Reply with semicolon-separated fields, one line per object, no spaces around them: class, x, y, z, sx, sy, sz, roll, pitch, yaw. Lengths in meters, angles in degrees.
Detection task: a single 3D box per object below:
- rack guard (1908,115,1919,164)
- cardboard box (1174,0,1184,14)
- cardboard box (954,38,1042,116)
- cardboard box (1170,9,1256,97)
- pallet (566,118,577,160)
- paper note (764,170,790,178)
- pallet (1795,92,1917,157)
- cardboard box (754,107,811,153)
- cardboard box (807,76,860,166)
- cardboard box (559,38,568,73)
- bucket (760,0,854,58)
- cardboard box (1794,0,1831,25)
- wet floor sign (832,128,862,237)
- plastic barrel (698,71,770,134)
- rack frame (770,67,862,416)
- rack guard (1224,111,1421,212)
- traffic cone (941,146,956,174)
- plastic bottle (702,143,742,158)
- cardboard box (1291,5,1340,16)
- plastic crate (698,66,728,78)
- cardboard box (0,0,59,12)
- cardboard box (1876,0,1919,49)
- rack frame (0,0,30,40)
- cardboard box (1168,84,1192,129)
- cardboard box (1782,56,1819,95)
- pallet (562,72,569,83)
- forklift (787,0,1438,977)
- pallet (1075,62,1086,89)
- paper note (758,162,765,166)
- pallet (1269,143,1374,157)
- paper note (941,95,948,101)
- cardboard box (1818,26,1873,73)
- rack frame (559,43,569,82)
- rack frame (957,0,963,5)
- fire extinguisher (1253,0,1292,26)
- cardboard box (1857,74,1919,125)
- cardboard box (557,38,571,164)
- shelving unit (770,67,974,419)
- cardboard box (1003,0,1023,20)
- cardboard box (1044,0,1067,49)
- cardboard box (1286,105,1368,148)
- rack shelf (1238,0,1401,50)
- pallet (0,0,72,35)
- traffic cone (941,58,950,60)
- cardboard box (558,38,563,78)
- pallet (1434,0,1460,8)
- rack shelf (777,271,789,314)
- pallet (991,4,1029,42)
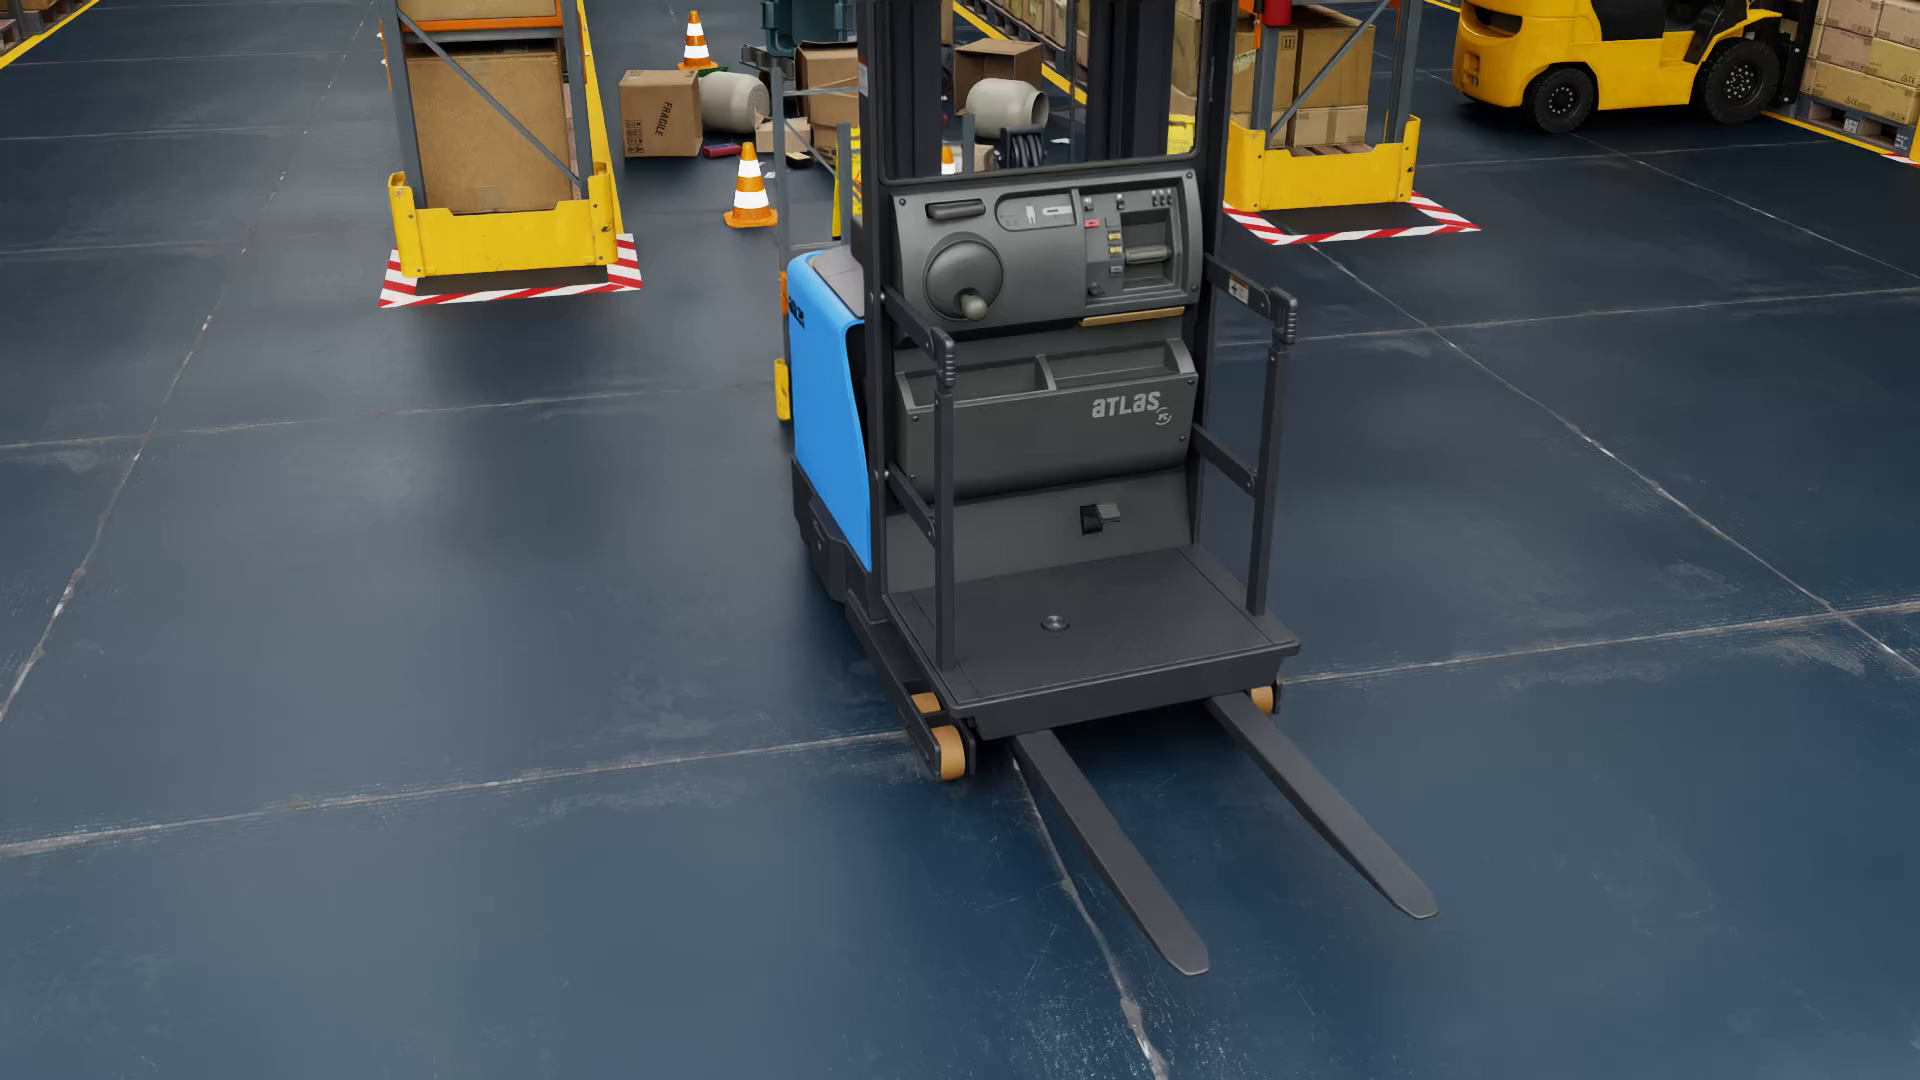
rack guard;7.116;-2.839;11.319;1.175;0.500;0.348;-6;27;-12
cardboard box;1.639;-3.634;11.154;0.380;0.149;0.250;-5;27;-11
cardboard box;0.289;-3.492;12.611;0.500;0.500;0.500;13;30;24
cardboard box;1.720;-3.308;11.228;0.500;0.500;0.500;-5;27;-10
pallet;-3.053;-2.545;11.058;1.003;0.211;1.213;-6;27;-12
paper note;-1.215;-2.429;11.030;0.144;0.017;0.142;3;27;6
pallet;6.897;-3.052;12.062;1.003;0.211;1.213;-6;27;-12
cardboard box;-1.244;-2.880;11.662;0.396;0.266;0.258;-1;27;-3
cardboard box;-0.587;-2.859;11.356;0.637;0.503;0.797;19;32;32
cardboard box;-3.654;-4.115;13.104;1.050;0.750;0.750;-6;27;-12
bucket;-1.149;-4.060;12.911;0.726;0.611;0.620;3;17;6
cardboard box;6.458;-3.986;12.294;0.500;0.250;0.500;-6;27;-11
wet floor sign;-0.589;-2.050;9.595;0.267;0.644;0.232;-11;29;-20
plastic barrel;-1.676;-3.176;12.073;0.512;0.421;0.421;13;30;24
rack frame;-0.524;-1.259;7.079;0.500;1.500;0.032;-9;28;-17
rack guard;2.258;-2.377;10.404;1.175;0.500;0.348;-6;27;-12
traffic cone;-0.083;-2.123;9.942;0.336;0.463;0.334;-6;27;-12
plastic bottle;-1.634;-2.711;11.553;0.283;0.061;0.133;-16;31;-29
cardboard box;2.235;-3.376;11.362;0.500;0.500;0.500;-7;28;-14
plastic crate;-2.111;-3.495;12.903;0.450;0.188;0.662;-2;25;20
cardboard box;-9.318;-5.509;15.728;1.225;0.875;0.875;-7;28;-14
cardboard box;6.703;-3.542;11.414;0.500;0.250;0.500;-5;27;-10
rack frame;-9.183;-5.965;14.739;1.000;3.000;0.127;-6;27;-12
cardboard box;1.722;-2.975;11.401;0.500;0.250;0.500;-6;27;-11
cardboard box;6.490;-3.539;12.518;0.500;0.250;0.500;-6;27;-11
pallet;-3.674;-3.755;13.454;1.003;0.211;1.213;-6;27;-12
forklift;0.336;-0.810;4.602;1.130;2.935;3.031;-9;28;-17
pallet;1.560;-3.679;13.305;1.003;0.211;1.213;-6;27;-12
paper note;-1.361;-2.550;11.292;0.032;0.001;0.123;8;28;15
pallet;2.109;-2.608;11.183;1.003;0.211;1.213;-6;27;-12
paper note;-0.169;-3.484;13.119;0.148;0.019;0.142;-6;27;-12
cardboard box;6.594;-3.551;11.988;0.500;0.250;0.500;-6;27;-12
rack frame;-3.426;-4.668;12.170;1.000;3.000;0.127;-6;27;-12
rack frame;0.472;-6.971;16.733;1.000;3.000;0.127;-6;27;-12
fire extinguisher;1.852;-3.328;9.600;0.296;0.674;0.183;-6;27;-12
cardboard box;6.697;-3.099;11.647;0.500;0.250;0.500;-6;27;-11
cardboard box;-2.942;-2.828;10.417;0.875;0.875;0.875;-6;27;-12
shelving unit;-0.360;-1.046;6.658;0.587;1.500;1.083;-9;28;-17
cardboard box;0.929;-5.080;15.436;0.950;0.372;0.625;-5;27;-10
cardboard box;1.253;-4.460;14.207;0.950;0.372;0.625;-6;27;-11
cardboard box;2.363;-2.802;11.057;0.500;0.250;0.500;-6;27;-12
rack shelf;1.824;-4.016;11.676;1.077;0.370;4.000;-6;27;-12
pallet;-9.287;-5.074;16.068;1.003;0.211;1.213;-6;27;-12
traffic cone;-0.270;-4.485;14.622;0.336;0.463;0.334;-6;27;-12
cardboard box;-3.353;-3.624;11.993;0.875;0.875;0.875;-6;27;-11
pallet;5.455;-5.867;17.639;1.003;0.211;1.213;-6;27;-12
rack shelf;-0.357;-0.882;6.731;0.538;0.185;1.000;-9;28;-17
pallet;0.918;-4.849;15.622;1.003;0.211;1.213;-6;27;-12
